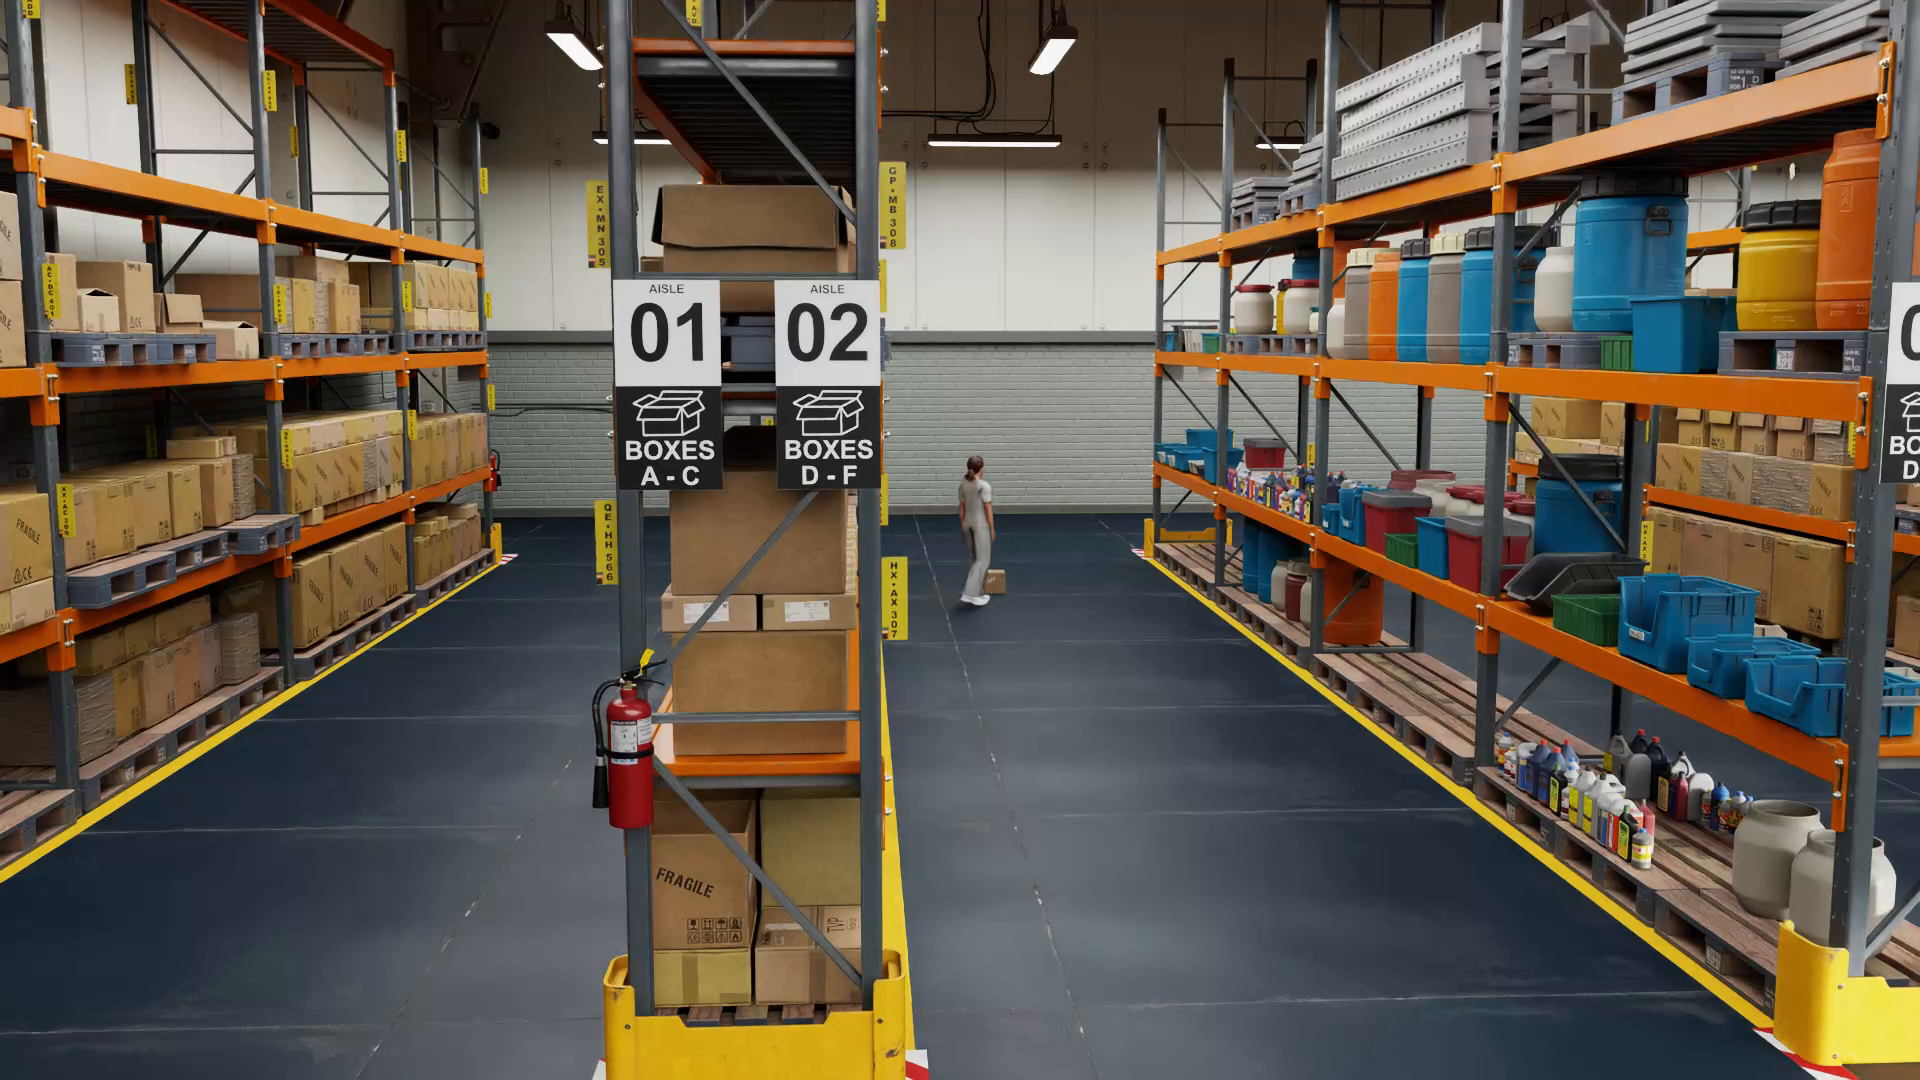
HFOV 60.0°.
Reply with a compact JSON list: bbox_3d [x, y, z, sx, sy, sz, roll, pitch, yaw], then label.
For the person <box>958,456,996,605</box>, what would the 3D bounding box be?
[{"bbox_3d":[0.187,-0.053,18.605,0.482,1.560,0.627,6,9,42],"label":"person"}]
